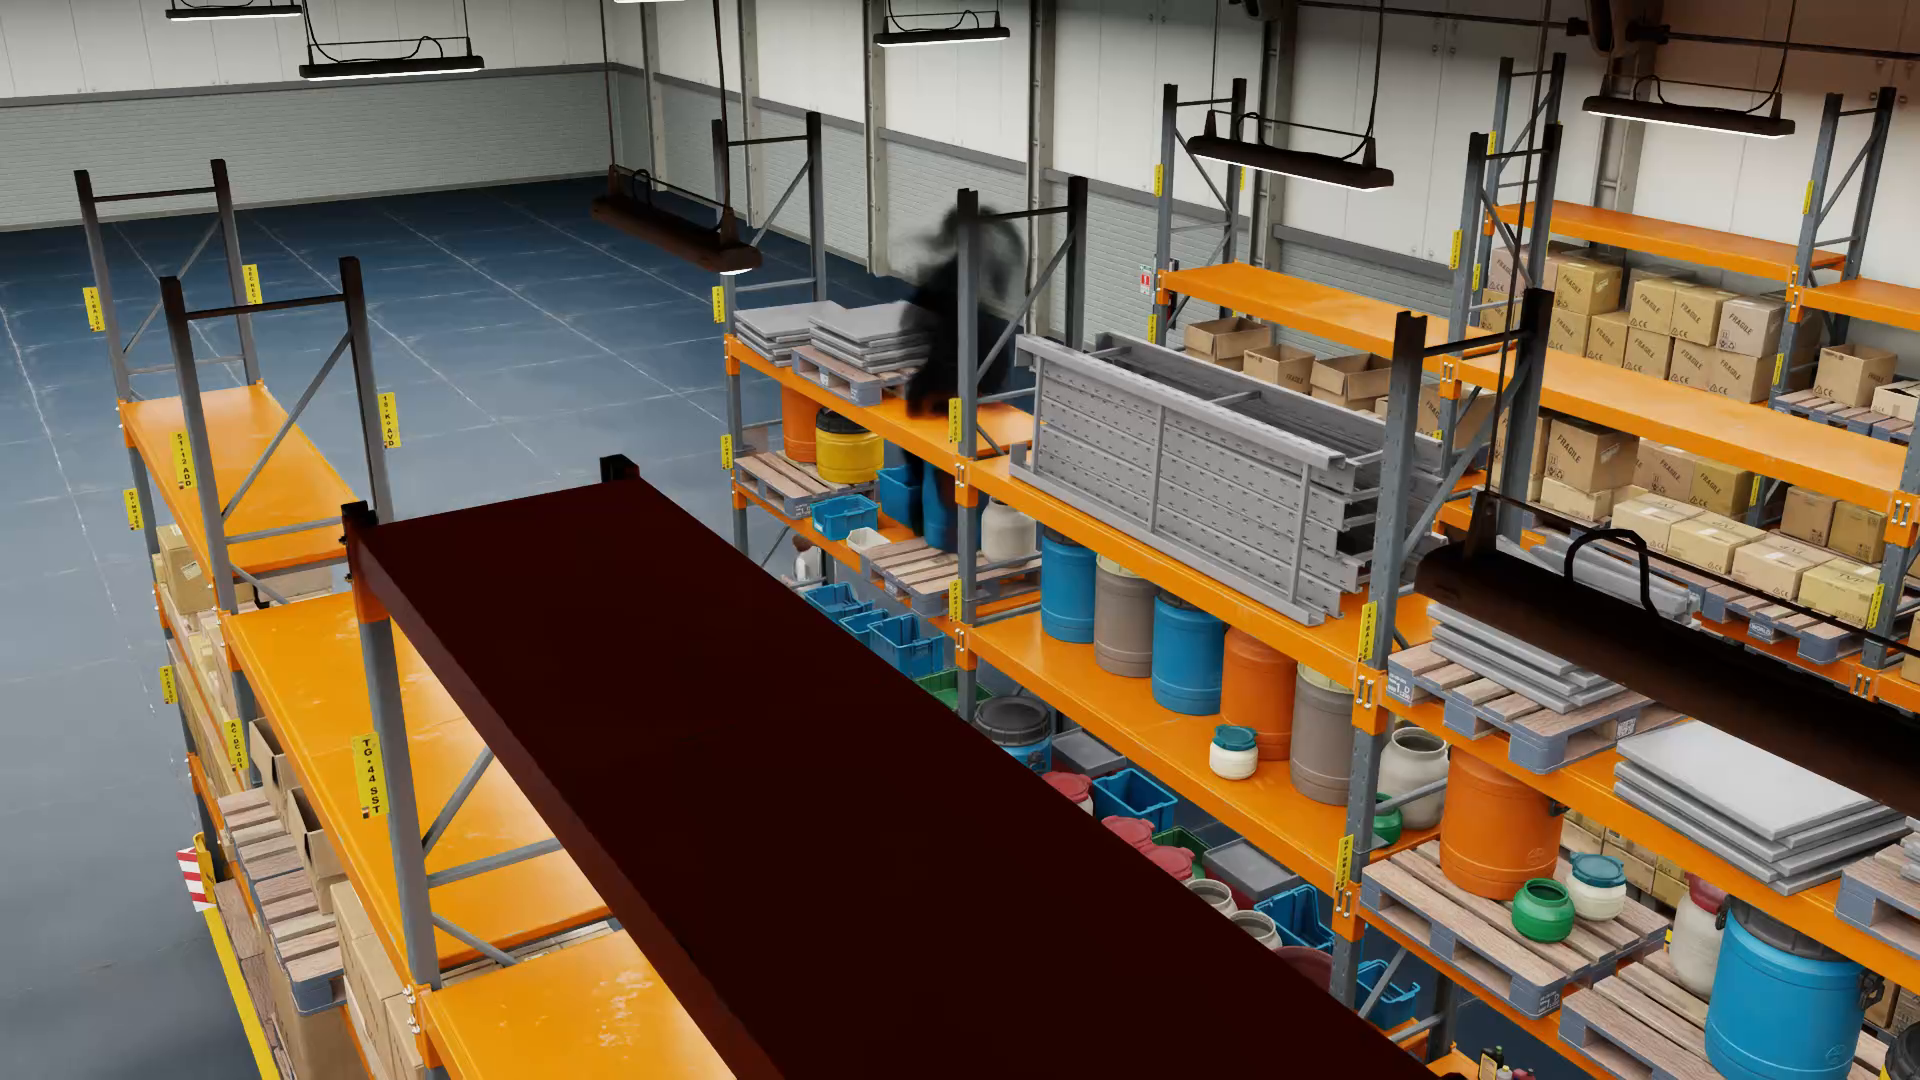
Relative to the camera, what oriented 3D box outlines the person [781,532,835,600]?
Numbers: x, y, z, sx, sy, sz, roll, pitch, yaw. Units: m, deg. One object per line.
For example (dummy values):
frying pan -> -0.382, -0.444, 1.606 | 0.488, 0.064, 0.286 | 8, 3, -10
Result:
person -> -1.618, 0.613, 17.768 | 0.604, 1.550, 0.530 | 7, 23, 17
